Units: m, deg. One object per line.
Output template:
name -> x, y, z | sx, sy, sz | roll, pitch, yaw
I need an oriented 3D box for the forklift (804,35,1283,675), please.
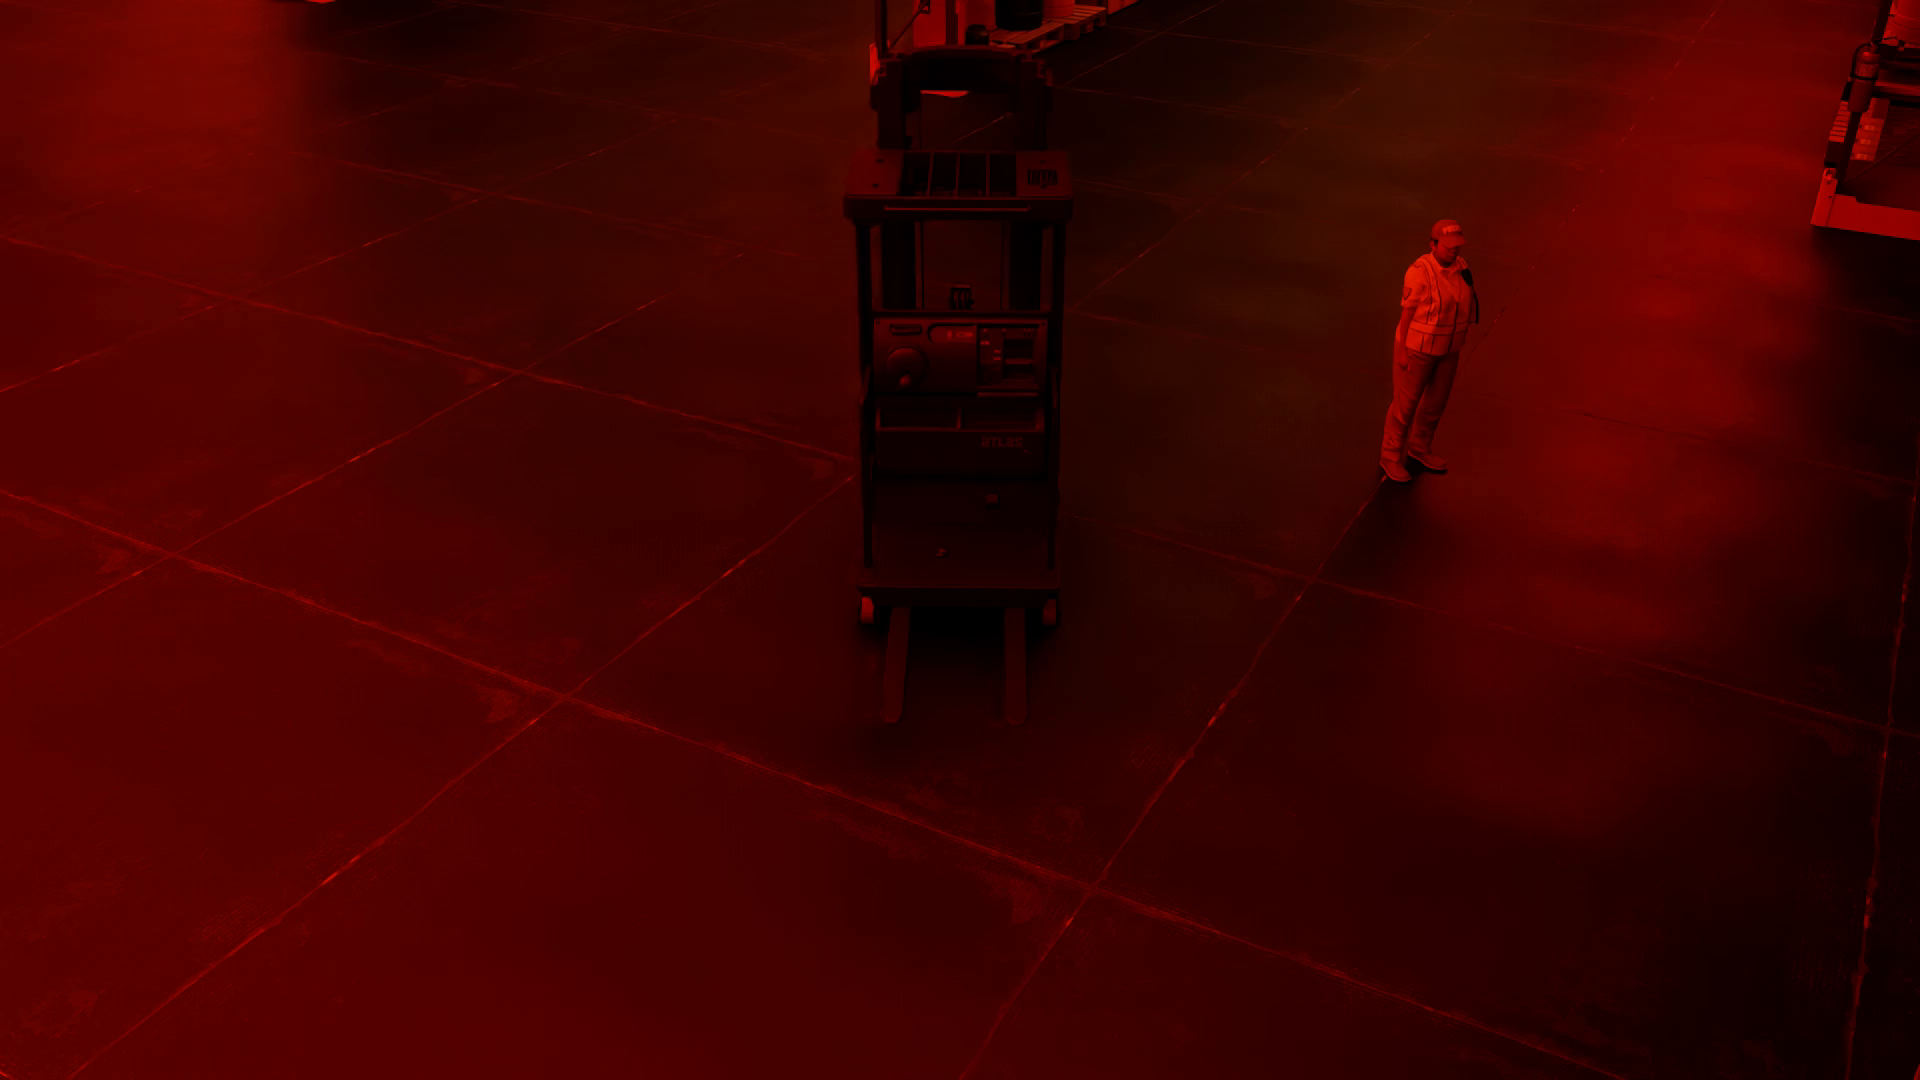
forklift -> 0.435, -1.065, 8.916 | 1.130, 2.935, 3.031 | -25, 38, -36

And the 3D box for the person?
person -> 2.937, -1.205, 10.432 | 0.487, 1.668, 0.395 | -15, 33, -24
